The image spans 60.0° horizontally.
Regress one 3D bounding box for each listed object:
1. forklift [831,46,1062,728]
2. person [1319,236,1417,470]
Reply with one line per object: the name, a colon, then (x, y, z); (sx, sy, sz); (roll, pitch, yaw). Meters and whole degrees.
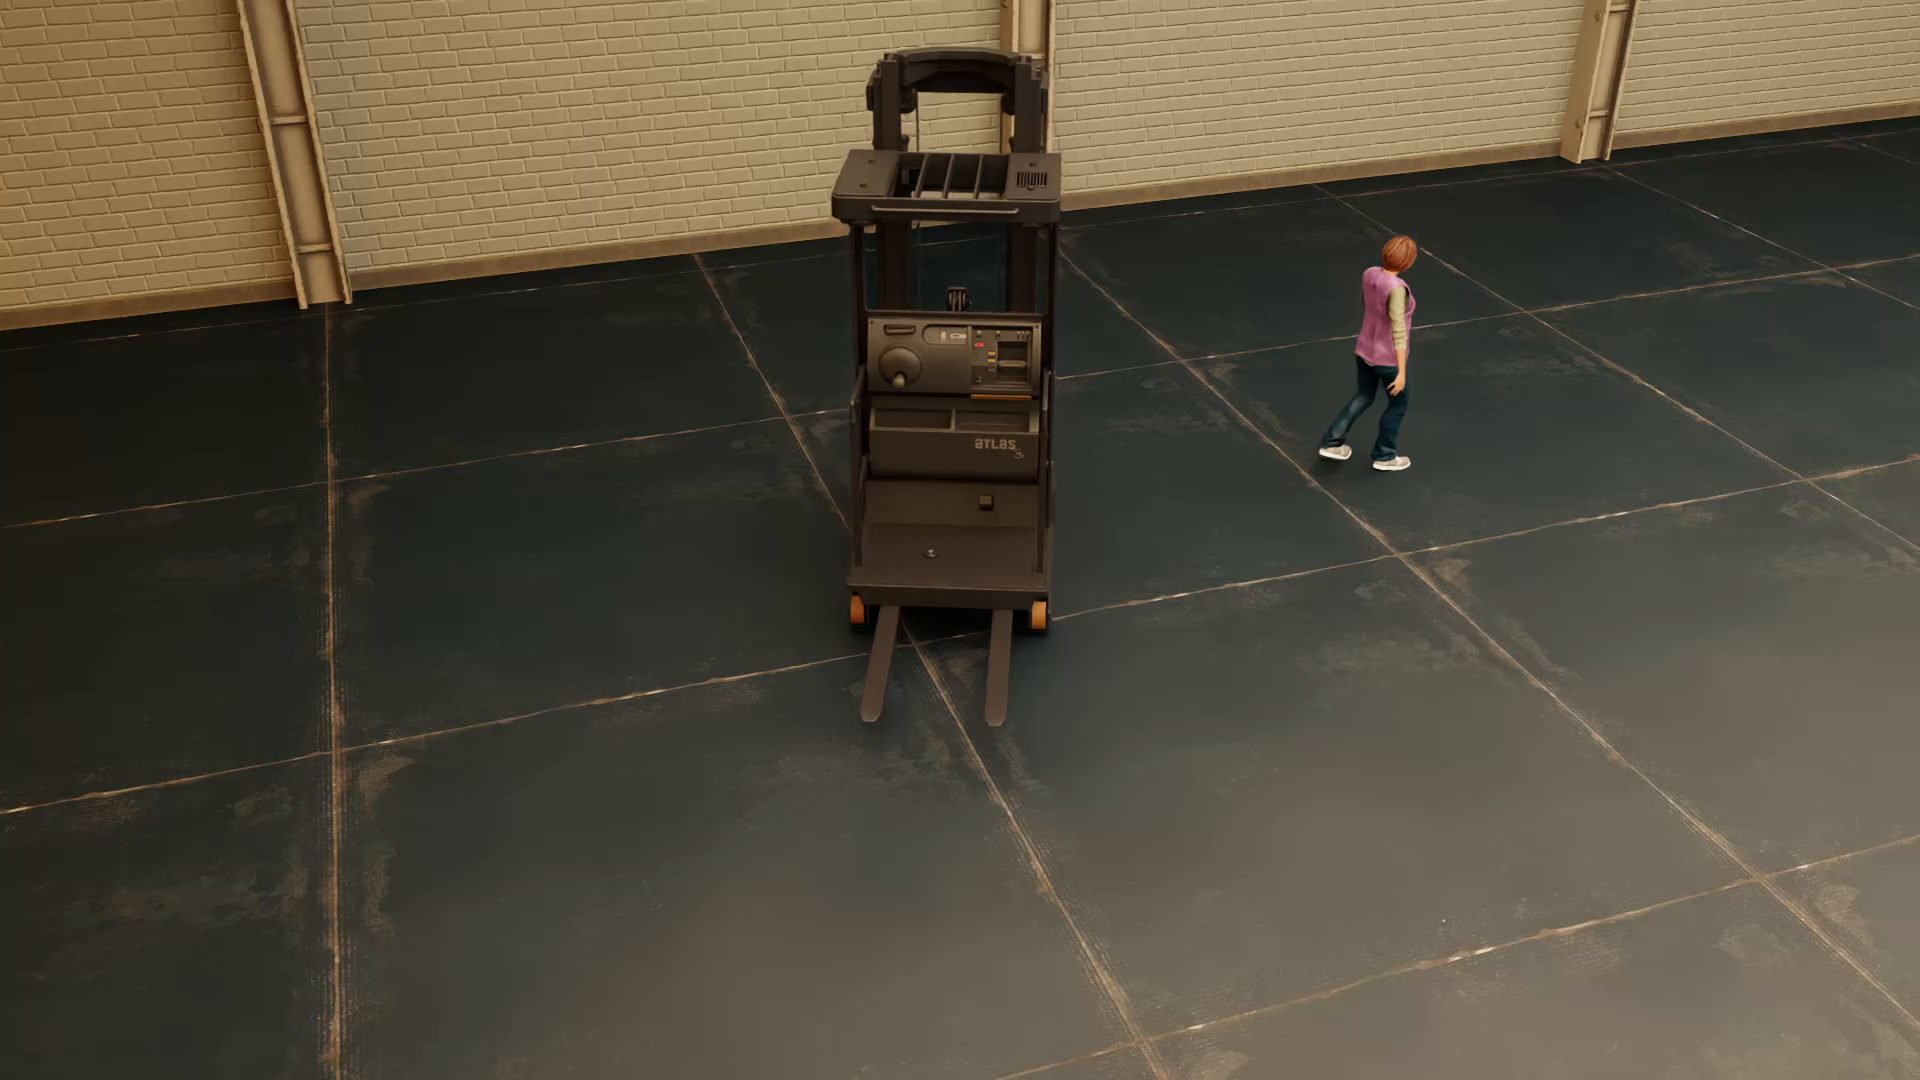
forklift: (-0.043, -0.942, 8.724); (1.130, 2.935, 3.031); (2, 30, 3)
person: (2.662, -1.144, 10.449); (0.658, 1.576, 0.757); (-13, 32, -21)
